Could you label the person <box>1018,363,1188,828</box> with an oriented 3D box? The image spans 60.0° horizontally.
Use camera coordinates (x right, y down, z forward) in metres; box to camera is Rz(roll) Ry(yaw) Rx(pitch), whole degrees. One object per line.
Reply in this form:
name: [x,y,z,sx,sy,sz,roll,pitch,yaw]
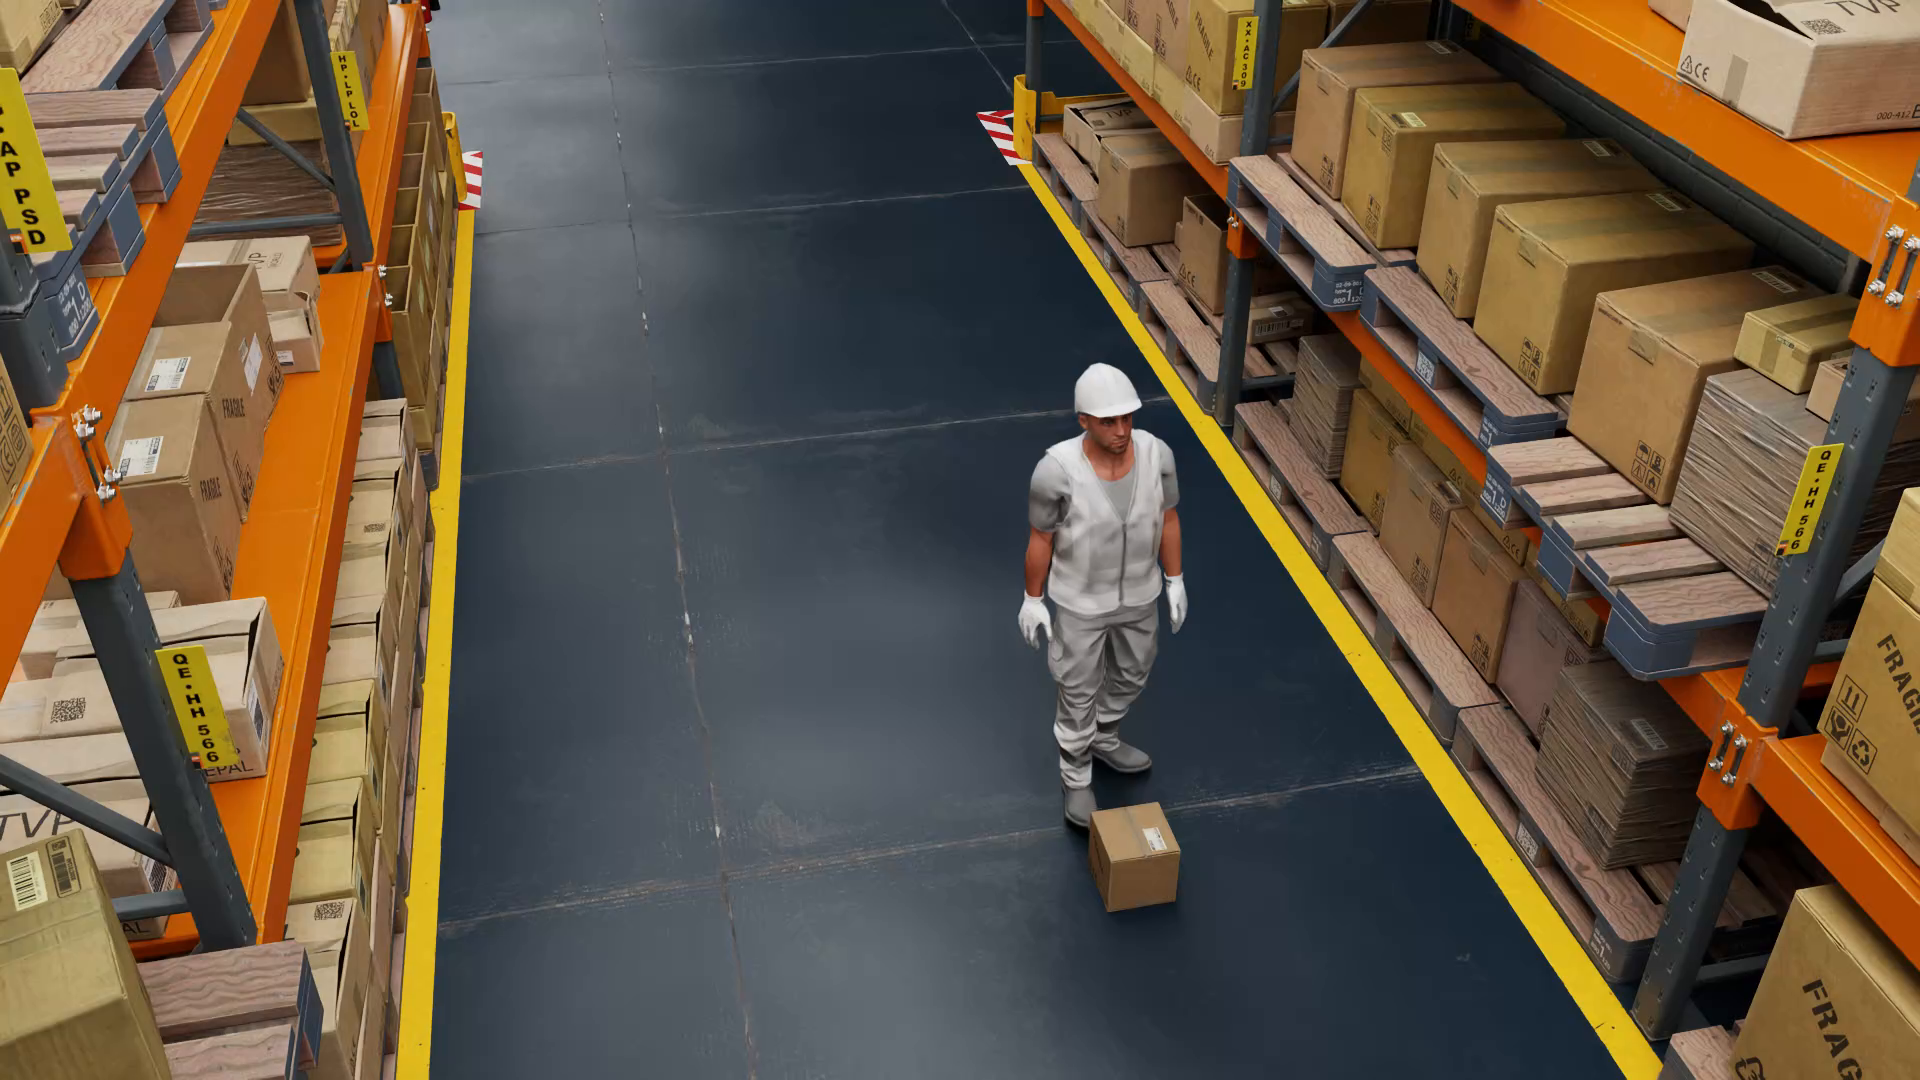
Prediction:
person: [0.503,0.199,5.810,0.590,1.792,0.463,-12,36,-17]
